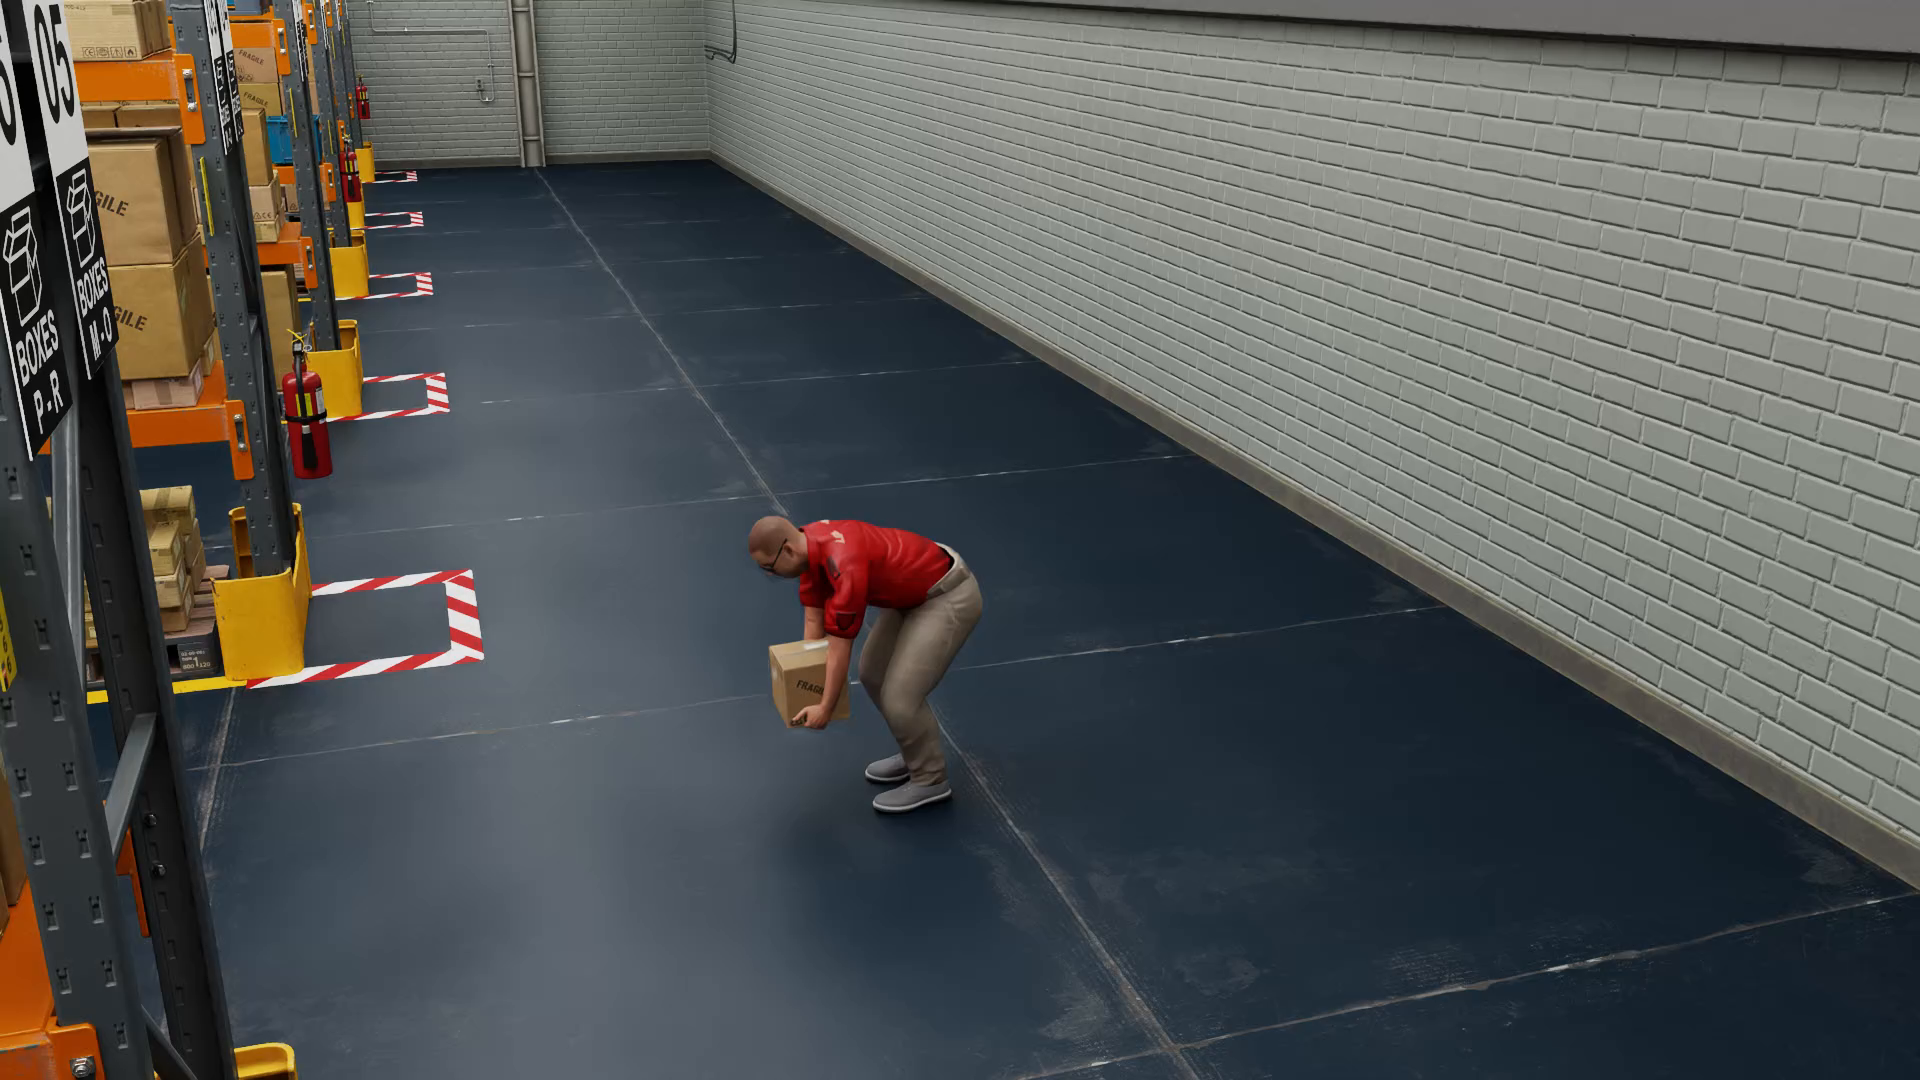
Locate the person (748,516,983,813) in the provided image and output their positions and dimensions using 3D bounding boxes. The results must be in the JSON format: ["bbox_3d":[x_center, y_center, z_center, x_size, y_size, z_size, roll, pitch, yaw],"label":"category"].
[{"bbox_3d":[-0.368,0.453,6.532,0.915,1.243,0.499,-7,20,-19],"label":"person"}]
